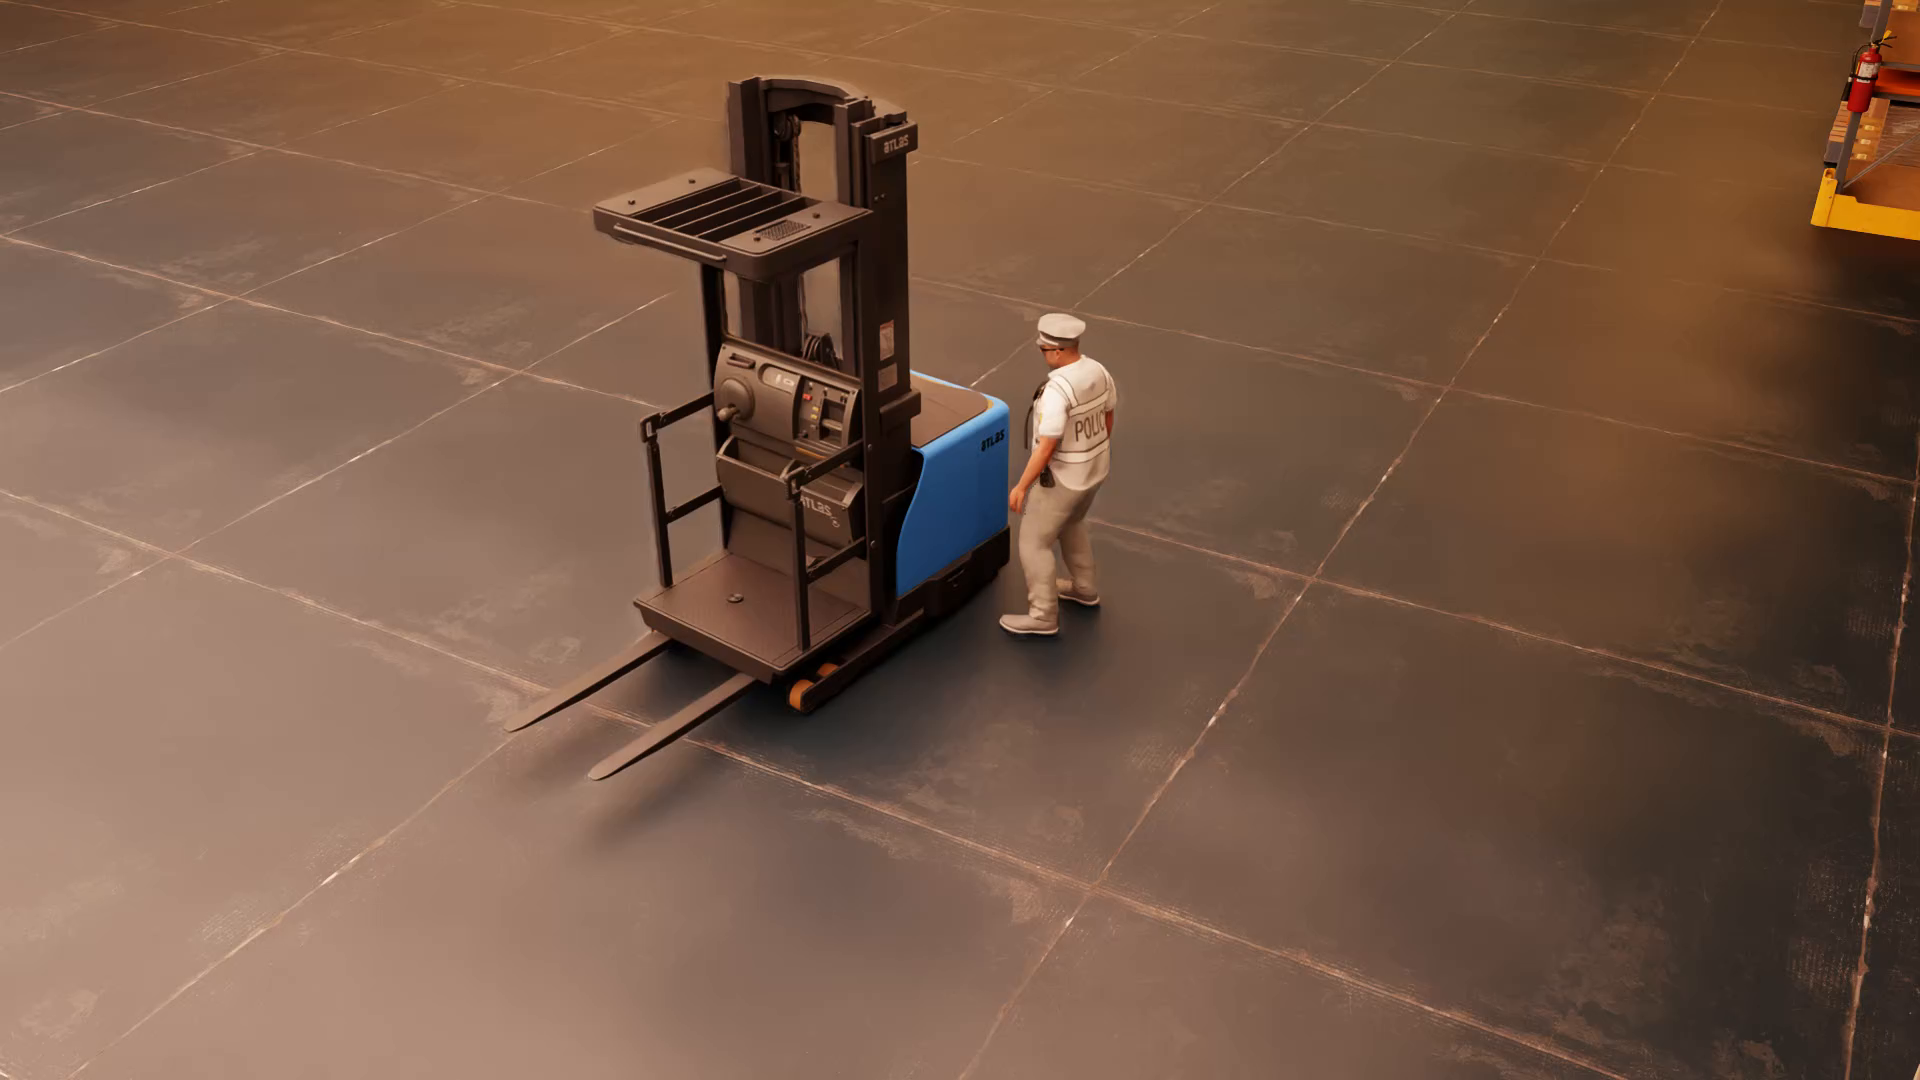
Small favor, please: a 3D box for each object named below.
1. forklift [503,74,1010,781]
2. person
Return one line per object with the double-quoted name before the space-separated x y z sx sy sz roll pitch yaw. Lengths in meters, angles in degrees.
"forklift" -1.011 -0.670 8.232 1.130 2.935 3.031 21 36 32
"person" 0.572 -0.364 8.910 0.386 1.724 0.775 19 35 30
